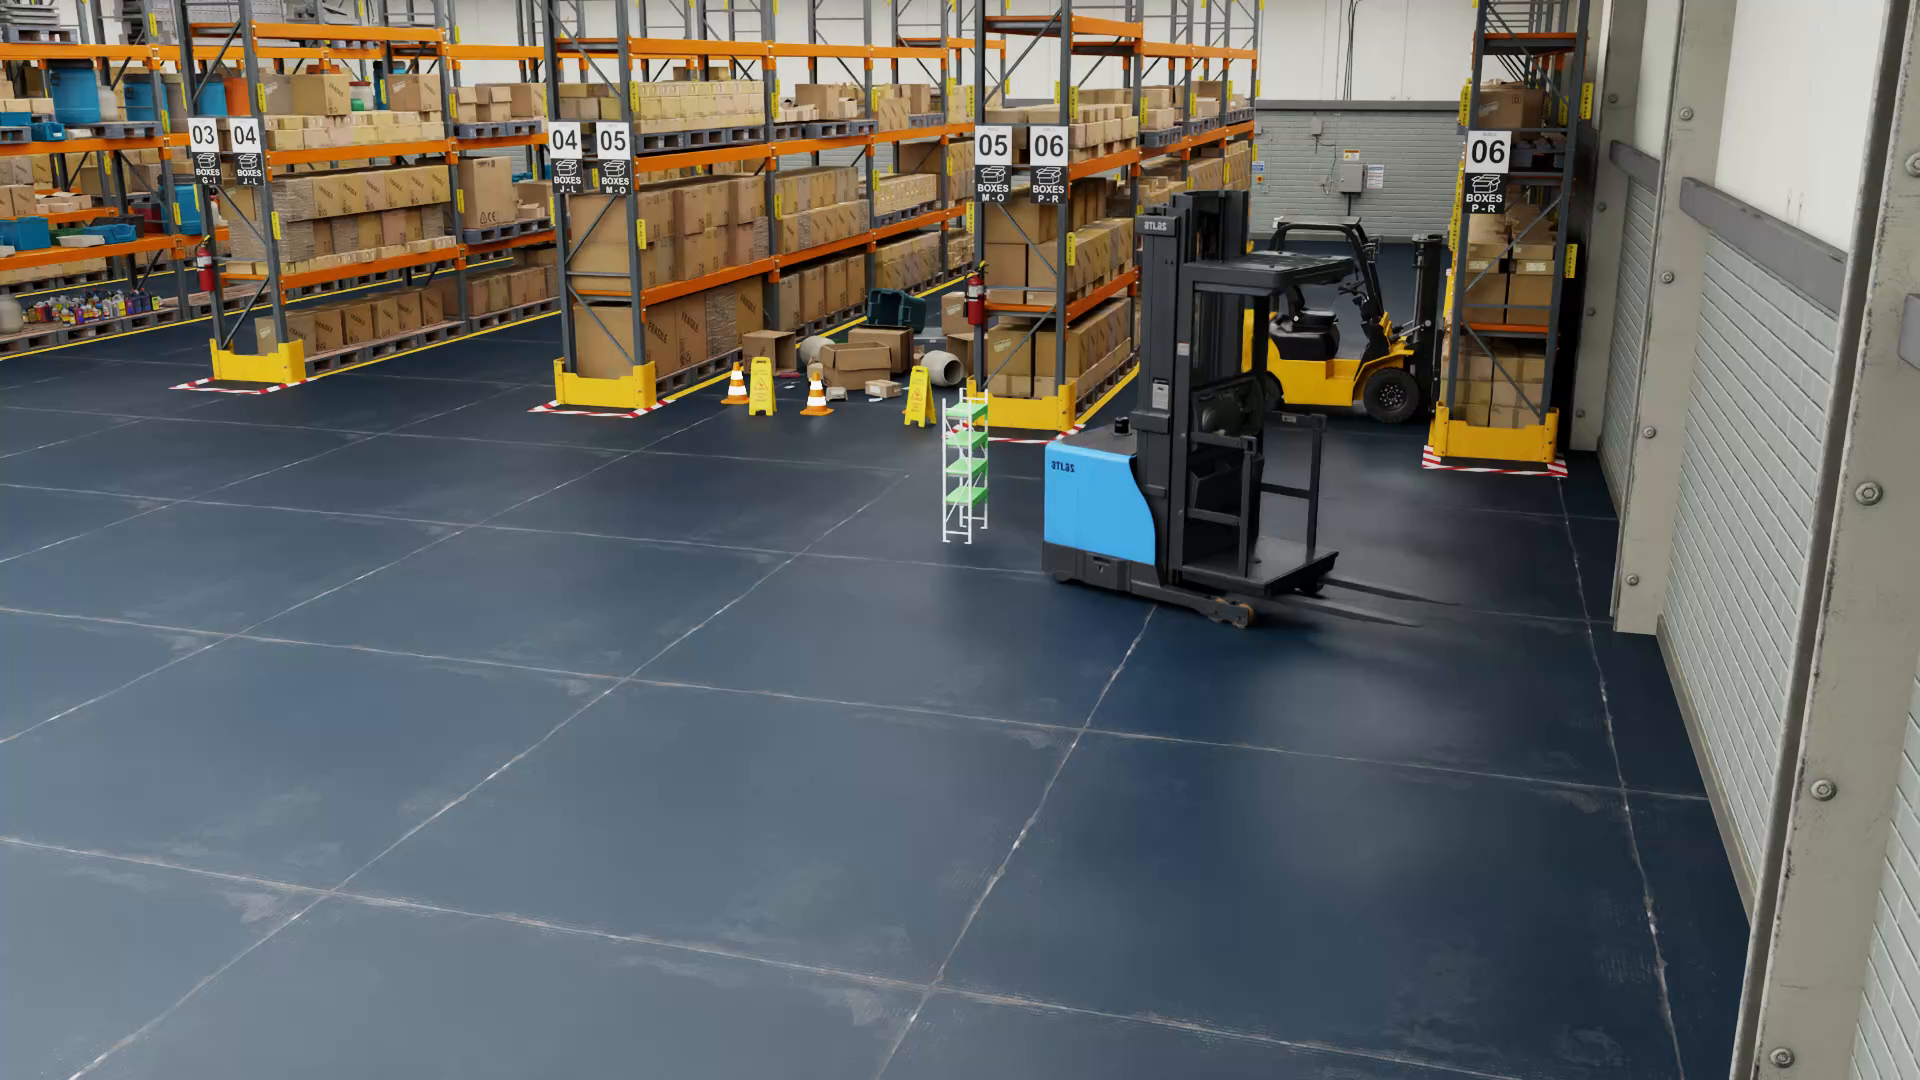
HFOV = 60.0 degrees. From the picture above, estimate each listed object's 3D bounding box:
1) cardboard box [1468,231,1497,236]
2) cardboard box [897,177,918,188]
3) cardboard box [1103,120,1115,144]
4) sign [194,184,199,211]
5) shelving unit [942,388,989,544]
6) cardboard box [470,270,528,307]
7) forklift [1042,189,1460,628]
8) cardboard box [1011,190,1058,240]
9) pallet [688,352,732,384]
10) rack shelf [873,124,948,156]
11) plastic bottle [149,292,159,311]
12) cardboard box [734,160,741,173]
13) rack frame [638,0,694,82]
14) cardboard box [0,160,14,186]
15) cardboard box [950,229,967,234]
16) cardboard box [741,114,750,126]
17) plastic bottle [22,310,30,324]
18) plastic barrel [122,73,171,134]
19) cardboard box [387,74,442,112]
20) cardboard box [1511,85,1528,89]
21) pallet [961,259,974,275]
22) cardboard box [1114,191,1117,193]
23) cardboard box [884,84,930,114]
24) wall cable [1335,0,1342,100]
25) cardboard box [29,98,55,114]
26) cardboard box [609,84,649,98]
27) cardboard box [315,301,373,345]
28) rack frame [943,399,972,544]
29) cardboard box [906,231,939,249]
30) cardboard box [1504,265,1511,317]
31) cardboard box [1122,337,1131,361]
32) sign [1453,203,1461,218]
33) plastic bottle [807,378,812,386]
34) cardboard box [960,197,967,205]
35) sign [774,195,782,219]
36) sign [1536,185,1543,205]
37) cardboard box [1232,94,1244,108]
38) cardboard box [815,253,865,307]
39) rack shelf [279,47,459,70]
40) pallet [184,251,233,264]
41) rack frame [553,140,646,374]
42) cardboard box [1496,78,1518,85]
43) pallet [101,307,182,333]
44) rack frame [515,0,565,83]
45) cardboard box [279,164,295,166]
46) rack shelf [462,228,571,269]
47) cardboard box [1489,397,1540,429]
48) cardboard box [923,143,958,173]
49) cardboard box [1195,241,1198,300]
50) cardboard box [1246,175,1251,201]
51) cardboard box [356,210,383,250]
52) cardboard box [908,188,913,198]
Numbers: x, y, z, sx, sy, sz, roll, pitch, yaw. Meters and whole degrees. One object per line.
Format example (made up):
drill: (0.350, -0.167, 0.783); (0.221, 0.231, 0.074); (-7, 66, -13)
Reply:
cardboard box: (5.503, -3.192, 17.668); (0.380, 0.149, 0.250); (5, 17, 17)
cardboard box: (-0.945, -6.162, 28.659); (0.380, 0.149, 0.250); (4, 16, 14)
cardboard box: (1.483, -4.714, 19.186); (0.500, 0.250, 0.500); (5, 17, 17)
sign: (-9.383, -4.215, 20.490); (0.100, 0.325, 0.005); (5, 16, 16)
shelving unit: (0.047, -0.621, 13.818); (0.258, 1.200, 0.503); (5, 16, 16)
cardboard box: (-7.212, -3.941, 26.003); (0.700, 0.500, 0.500); (3, 16, 11)
forklift: (2.083, -0.957, 11.832); (3.031, 2.935, 1.130); (13, 20, 38)
cardboard box: (0.732, -3.643, 18.617); (0.700, 0.500, 0.500); (5, 17, 16)
pallet: (-3.629, -2.238, 21.333); (1.003, 0.211, 1.213); (5, 16, 16)
rack shelf: (-1.288, -6.759, 27.985); (1.077, 0.370, 4.000); (5, 16, 16)
plastic bottle: (-12.289, -3.641, 25.341); (0.061, 0.283, 0.133); (5, 17, 19)
cardboard box: (-4.847, -7.839, 34.327); (0.500, 0.500, 0.500); (4, 16, 15)
rack frame: (-5.446, -9.483, 30.771); (1.000, 3.000, 0.127); (5, 16, 16)
cardboard box: (-19.870, -7.545, 34.166); (0.500, 0.500, 0.500); (5, 16, 16)
cardboard box: (-0.020, -6.157, 33.403); (0.380, 0.149, 0.250); (5, 17, 17)
cardboard box: (-2.933, -5.411, 21.421); (0.380, 0.149, 0.250); (5, 17, 17)
plastic bottle: (-13.504, -3.221, 24.011); (0.097, 0.201, 0.097); (0, 16, 0)
plastic barrel: (-12.532, -6.722, 25.615); (0.600, 0.901, 0.708); (5, 16, 16)
cardboard box: (-7.603, -6.241, 23.194); (0.500, 0.500, 0.500); (4, 16, 14)
cardboard box: (7.191, -5.829, 22.249); (0.700, 0.500, 0.500); (4, 16, 15)
pallet: (-0.218, -5.343, 32.279); (1.003, 0.211, 1.213); (5, 16, 16)
cardboard box: (1.985, -4.531, 22.811); (0.500, 0.500, 0.500); (5, 17, 18)
cardboard box: (-0.933, -7.788, 29.341); (0.700, 0.500, 0.500); (5, 16, 16)
wall cable: (7.259, -11.212, 36.867); (2.355, 3.000, 0.029); (5, 16, 16)
cardboard box: (-16.286, -7.631, 29.244); (0.500, 0.250, 0.500); (5, 17, 17)
cardboard box: (-3.730, -5.065, 18.738); (0.380, 0.149, 0.250); (5, 17, 16)
cardboard box: (-8.330, -2.940, 22.509); (0.500, 0.500, 0.500); (6, 17, 21)
rack frame: (-0.022, -0.557, 13.593); (0.240, 1.200, 0.015); (5, 16, 16)
cardboard box: (-0.689, -5.331, 29.566); (0.500, 0.250, 0.500); (4, 16, 14)
cardboard box: (5.939, -2.599, 17.312); (0.500, 0.500, 0.500); (5, 17, 18)
cardboard box: (1.871, -2.439, 21.200); (0.500, 0.250, 0.500); (5, 17, 18)
sign: (6.019, -3.910, 20.140); (0.100, 0.325, 0.005); (5, 16, 16)
plastic bottle: (-1.824, -1.968, 20.656); (0.133, 0.061, 0.283); (-1, 16, -3)
cardboard box: (-0.080, -6.392, 31.329); (0.380, 0.149, 0.250); (5, 17, 17)
sign: (-2.460, -4.505, 22.482); (0.100, 0.325, 0.005); (5, 16, 16)
sign: (8.212, -4.913, 23.530); (0.100, 0.325, 0.005); (5, 16, 16)
cardboard box: (5.150, -8.371, 31.670); (0.500, 0.250, 0.500); (3, 16, 11)
cardboard box: (-2.116, -4.107, 26.164); (1.050, 0.750, 0.750); (4, 16, 15)
rack shelf: (-10.763, -8.805, 30.433); (1.077, 0.370, 4.000); (5, 16, 16)
pallet: (-15.138, -5.809, 33.921); (1.003, 0.211, 1.213); (5, 16, 16)
rack frame: (-4.130, -3.046, 19.072); (1.000, 3.000, 0.127); (5, 16, 16)
cardboard box: (8.794, -7.274, 26.683); (0.396, 0.266, 0.258); (4, 16, 15)
pallet: (-12.699, -3.374, 25.337); (1.003, 0.211, 1.213); (5, 16, 16)
rack frame: (-9.058, -10.913, 35.815); (1.000, 3.000, 0.127); (5, 16, 16)
cardboard box: (-14.393, -8.131, 34.985); (0.500, 0.500, 0.500); (4, 16, 14)
rack shelf: (-7.151, -4.681, 26.154); (1.077, 0.370, 4.000); (5, 16, 16)
cardboard box: (5.732, -1.297, 17.176); (0.500, 0.250, 0.500); (5, 16, 16)
cardboard box: (-0.358, -6.957, 30.299); (0.500, 0.500, 0.500); (5, 17, 17)
cardboard box: (3.452, -4.369, 26.859); (0.875, 0.875, 0.875); (5, 17, 17)
cardboard box: (5.309, -6.776, 32.039); (0.500, 0.500, 0.500); (5, 17, 16)
cardboard box: (-8.310, -4.188, 22.368); (0.875, 0.500, 0.500); (5, 16, 16)
cardboard box: (-1.014, -5.945, 28.439); (0.380, 0.149, 0.250); (5, 17, 16)
